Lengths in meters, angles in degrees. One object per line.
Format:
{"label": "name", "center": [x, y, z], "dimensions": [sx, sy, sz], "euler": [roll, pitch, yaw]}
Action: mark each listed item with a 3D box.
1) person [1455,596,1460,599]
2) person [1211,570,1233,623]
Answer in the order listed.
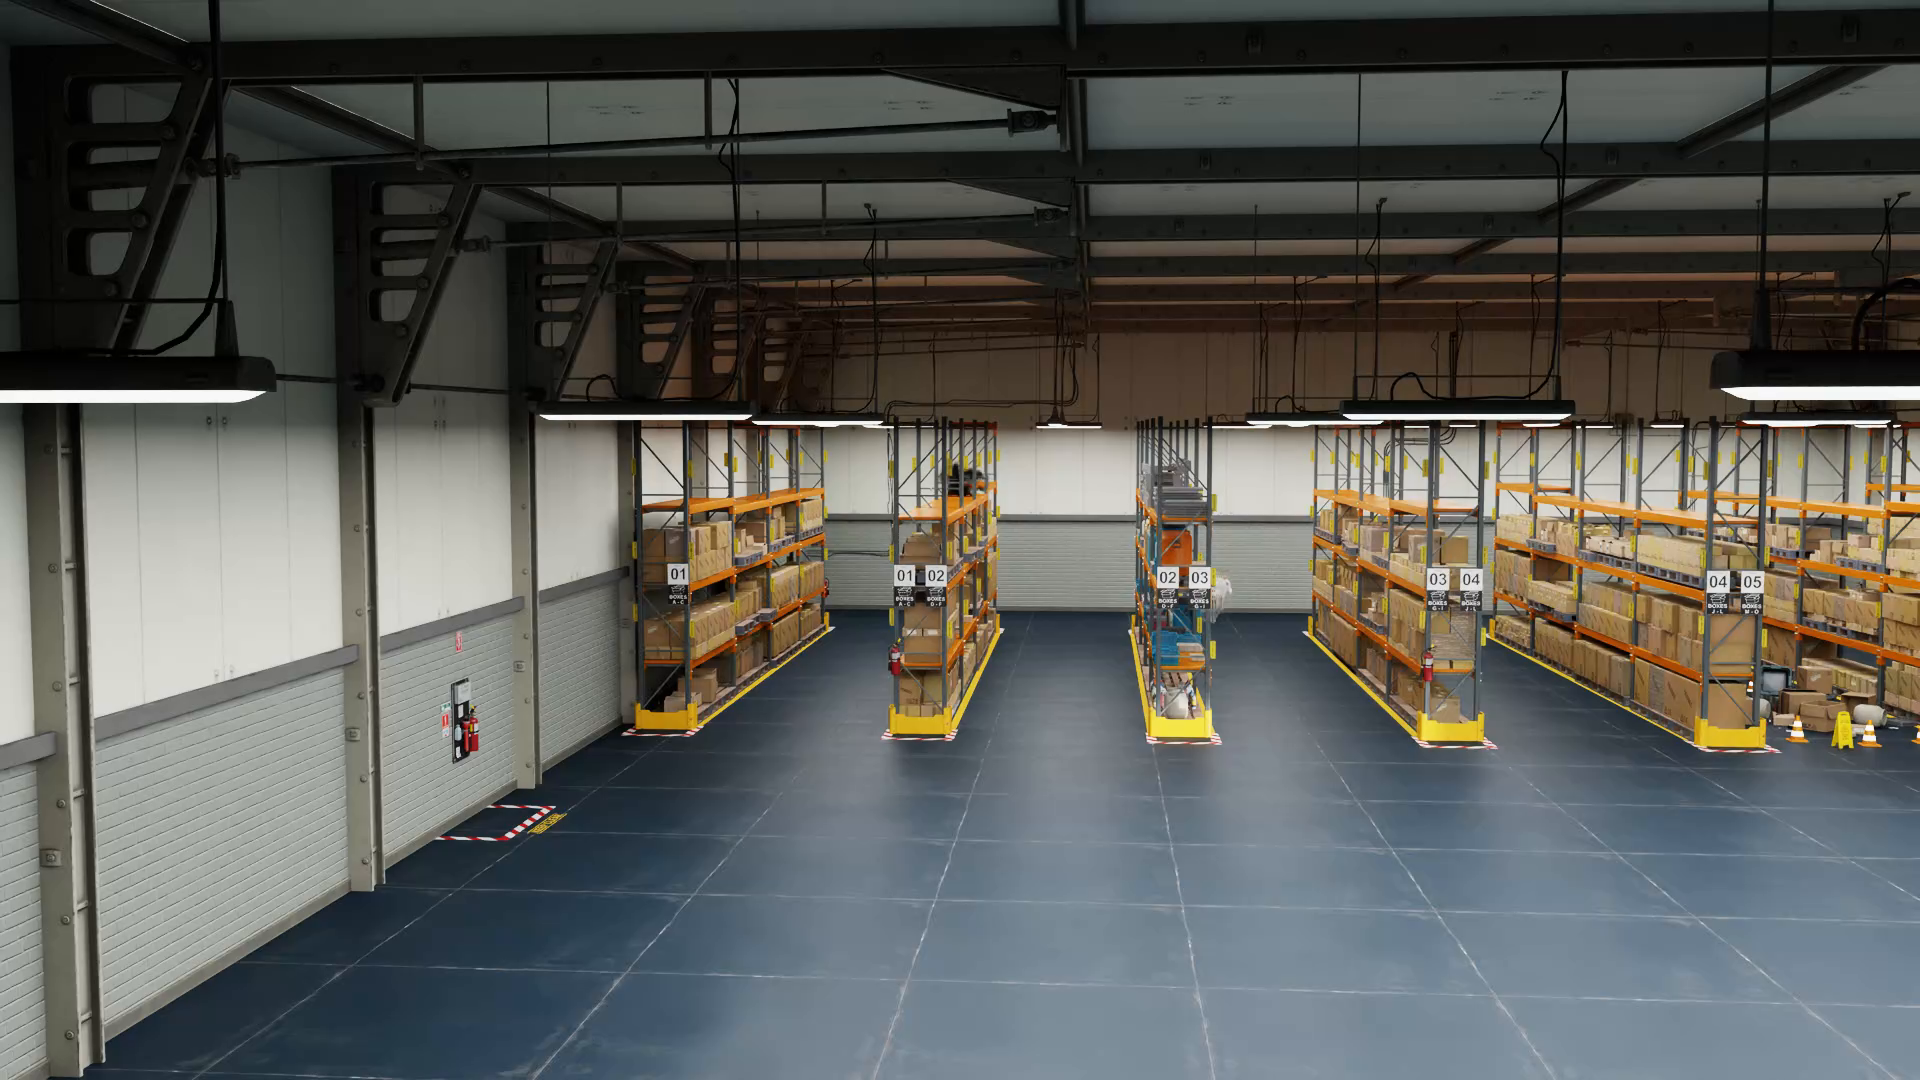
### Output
{"label": "person", "center": [13.558, 1.917, 45.596], "dimensions": [0.602, 1.736, 0.705], "euler": [1, 4, 11]}
{"label": "person", "center": [7.800, 1.709, 49.710], "dimensions": [0.804, 1.604, 0.606], "euler": [-2, 4, -25]}
